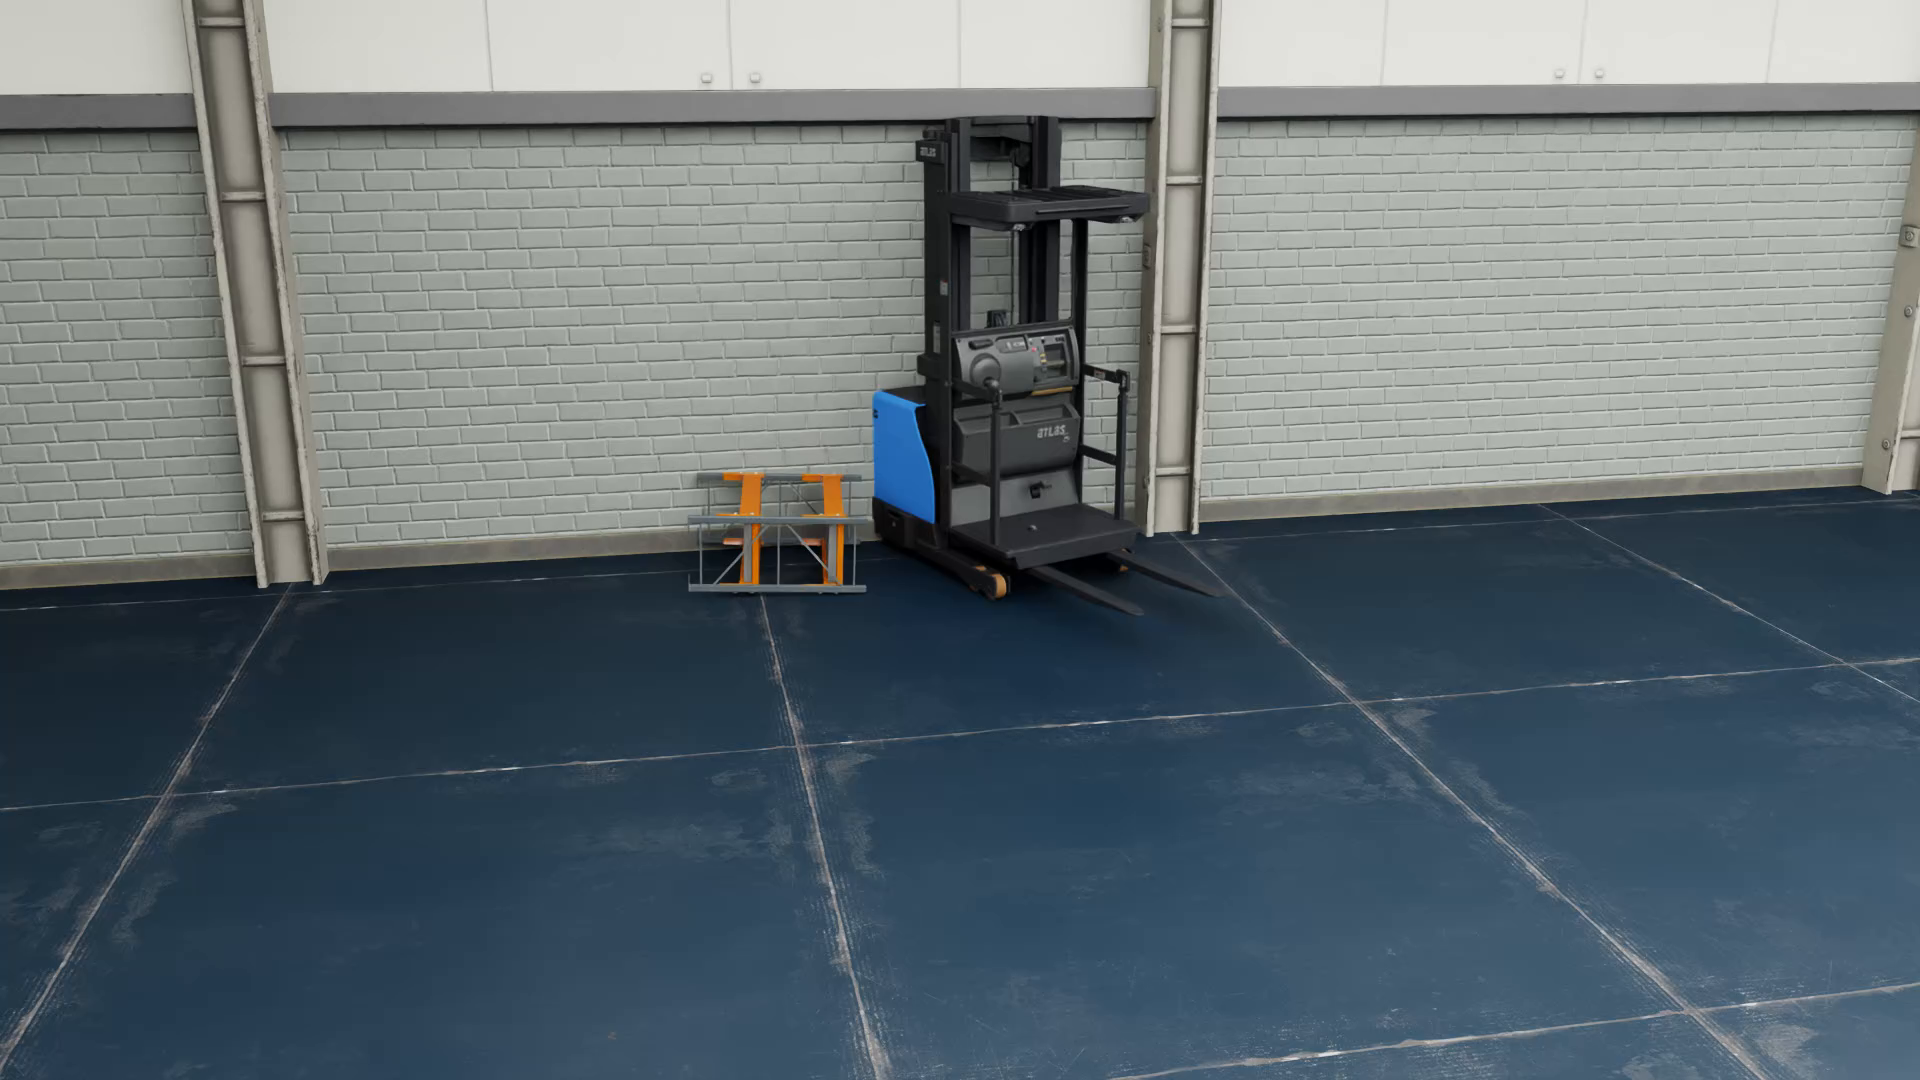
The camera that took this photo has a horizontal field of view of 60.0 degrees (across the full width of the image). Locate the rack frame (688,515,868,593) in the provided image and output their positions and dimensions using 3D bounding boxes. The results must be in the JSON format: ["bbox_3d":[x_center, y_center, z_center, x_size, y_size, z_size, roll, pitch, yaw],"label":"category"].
[{"bbox_3d":[-1.153,0.091,10.538,1.125,0.500,0.032,1,17,-6],"label":"rack frame"}]

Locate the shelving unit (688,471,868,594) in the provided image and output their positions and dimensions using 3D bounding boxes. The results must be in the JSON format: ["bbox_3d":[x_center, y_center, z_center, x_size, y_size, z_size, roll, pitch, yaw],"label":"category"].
[{"bbox_3d":[-1.201,-0.062,11.020,1.125,0.538,1.048,1,17,-6],"label":"shelving unit"}]

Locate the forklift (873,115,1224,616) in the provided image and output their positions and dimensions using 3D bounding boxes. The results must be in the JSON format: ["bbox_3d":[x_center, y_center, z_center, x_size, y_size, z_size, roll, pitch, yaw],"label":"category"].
[{"bbox_3d":[0.494,-1.180,10.662,1.130,2.935,3.031,-11,20,-31],"label":"forklift"}]

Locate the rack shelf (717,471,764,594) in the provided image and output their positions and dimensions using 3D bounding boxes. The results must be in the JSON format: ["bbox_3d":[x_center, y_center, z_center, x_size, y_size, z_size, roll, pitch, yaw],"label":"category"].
[{"bbox_3d":[-1.444,-0.064,10.995,0.278,0.538,1.000,1,17,-6],"label":"rack shelf"}]

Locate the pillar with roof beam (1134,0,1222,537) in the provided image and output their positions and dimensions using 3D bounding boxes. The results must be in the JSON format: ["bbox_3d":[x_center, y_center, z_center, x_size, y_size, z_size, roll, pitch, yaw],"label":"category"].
[{"bbox_3d":[2.312,-3.139,6.706,0.400,9.000,9.100,-3,17,-10],"label":"pillar with roof beam"}]

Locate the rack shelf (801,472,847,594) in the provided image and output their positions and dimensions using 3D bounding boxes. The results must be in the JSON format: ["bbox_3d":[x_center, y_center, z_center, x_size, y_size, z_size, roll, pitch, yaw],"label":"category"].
[{"bbox_3d":[-0.910,-0.059,11.050,0.278,0.538,1.000,1,17,-6],"label":"rack shelf"}]

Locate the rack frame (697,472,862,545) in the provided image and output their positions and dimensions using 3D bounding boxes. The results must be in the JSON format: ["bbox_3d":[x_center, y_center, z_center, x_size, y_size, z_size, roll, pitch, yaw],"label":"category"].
[{"bbox_3d":[-1.249,-0.215,11.503,1.125,0.500,0.032,1,17,-6],"label":"rack frame"}]

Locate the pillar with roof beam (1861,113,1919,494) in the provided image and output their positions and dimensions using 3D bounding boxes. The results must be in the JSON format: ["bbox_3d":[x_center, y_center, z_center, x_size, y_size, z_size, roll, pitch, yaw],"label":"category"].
[{"bbox_3d":[8.203,-3.473,7.794,0.400,9.000,9.100,-3,17,-10],"label":"pillar with roof beam"}]

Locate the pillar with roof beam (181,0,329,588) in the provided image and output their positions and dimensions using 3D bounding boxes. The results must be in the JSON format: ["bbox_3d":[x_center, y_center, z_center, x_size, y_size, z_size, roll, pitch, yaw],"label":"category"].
[{"bbox_3d":[-3.579,-2.805,5.618,0.400,9.000,9.100,-3,17,-10],"label":"pillar with roof beam"}]
